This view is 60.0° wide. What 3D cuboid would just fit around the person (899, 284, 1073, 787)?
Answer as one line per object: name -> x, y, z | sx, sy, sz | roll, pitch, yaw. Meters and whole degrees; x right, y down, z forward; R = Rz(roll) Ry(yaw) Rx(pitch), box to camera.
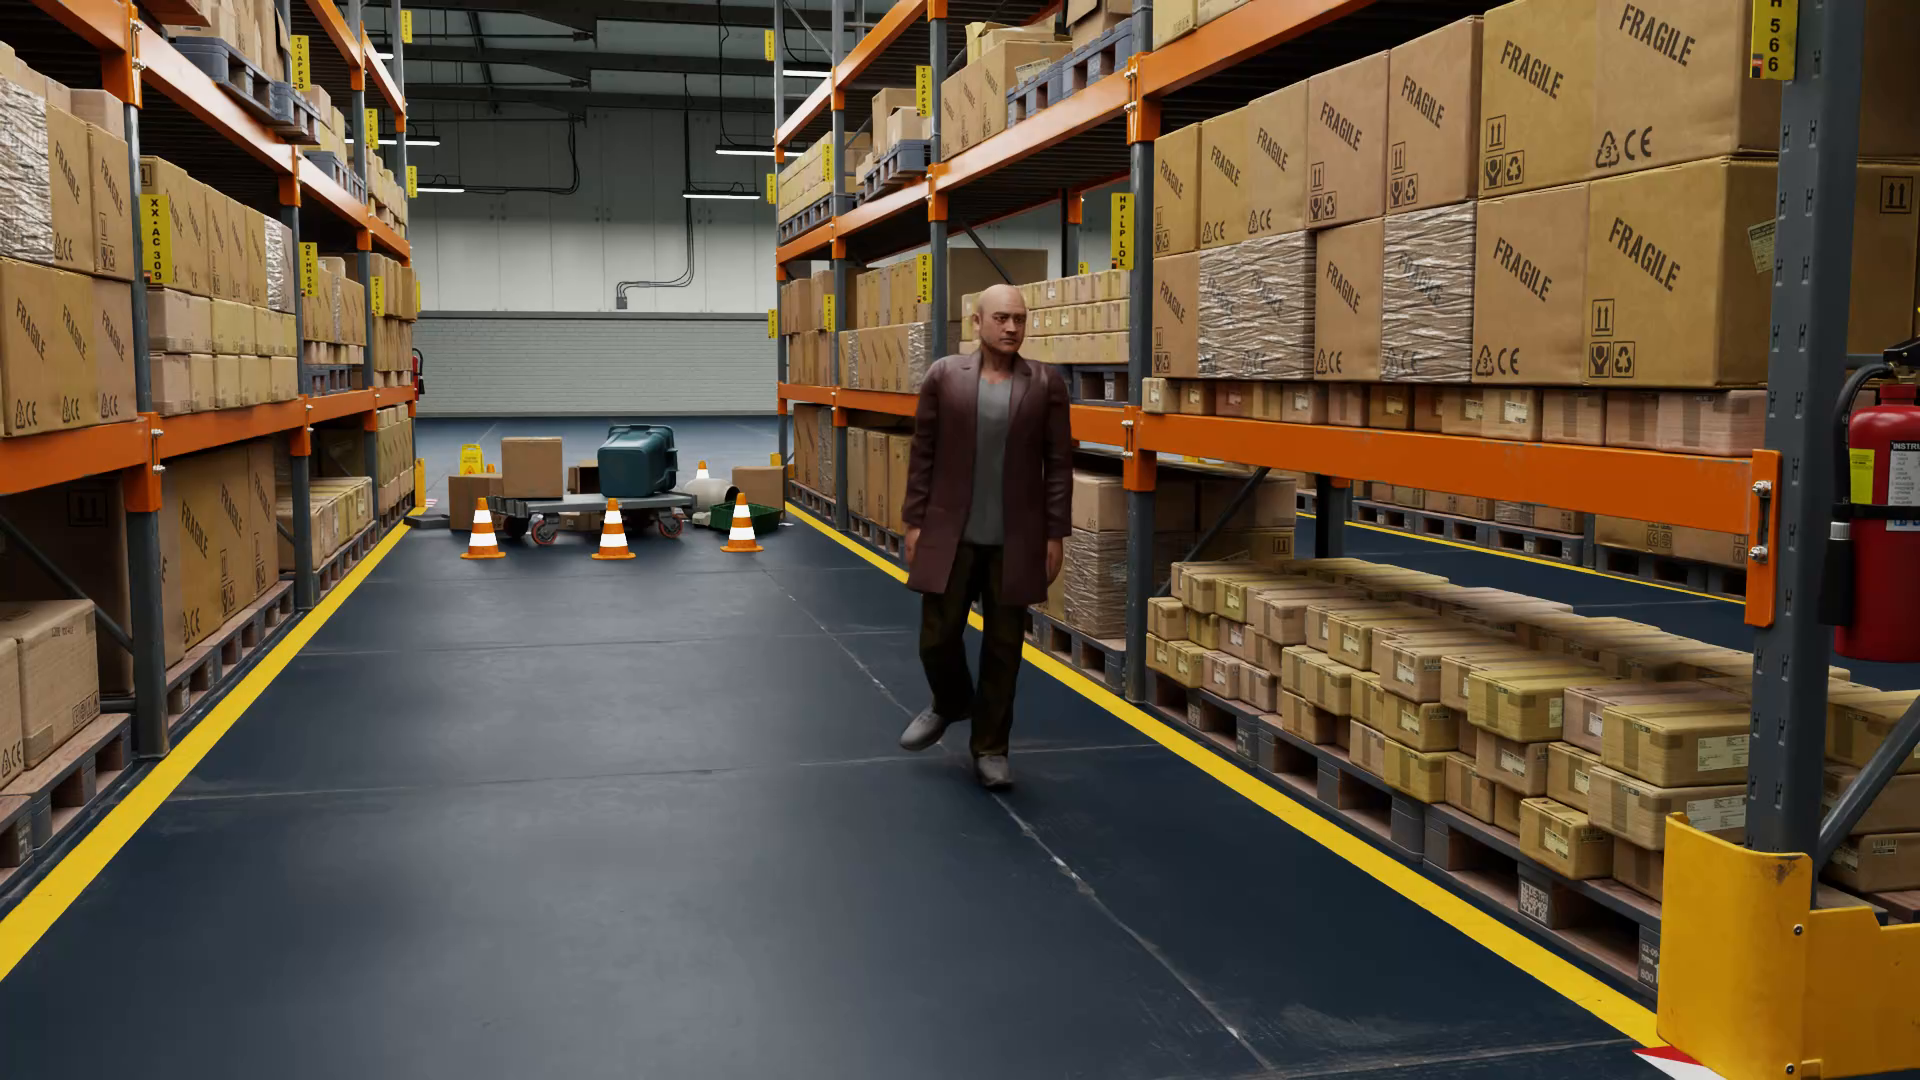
person -> 0.090, -0.018, 5.976 | 0.625, 1.771, 0.580 | 0, 6, 0
